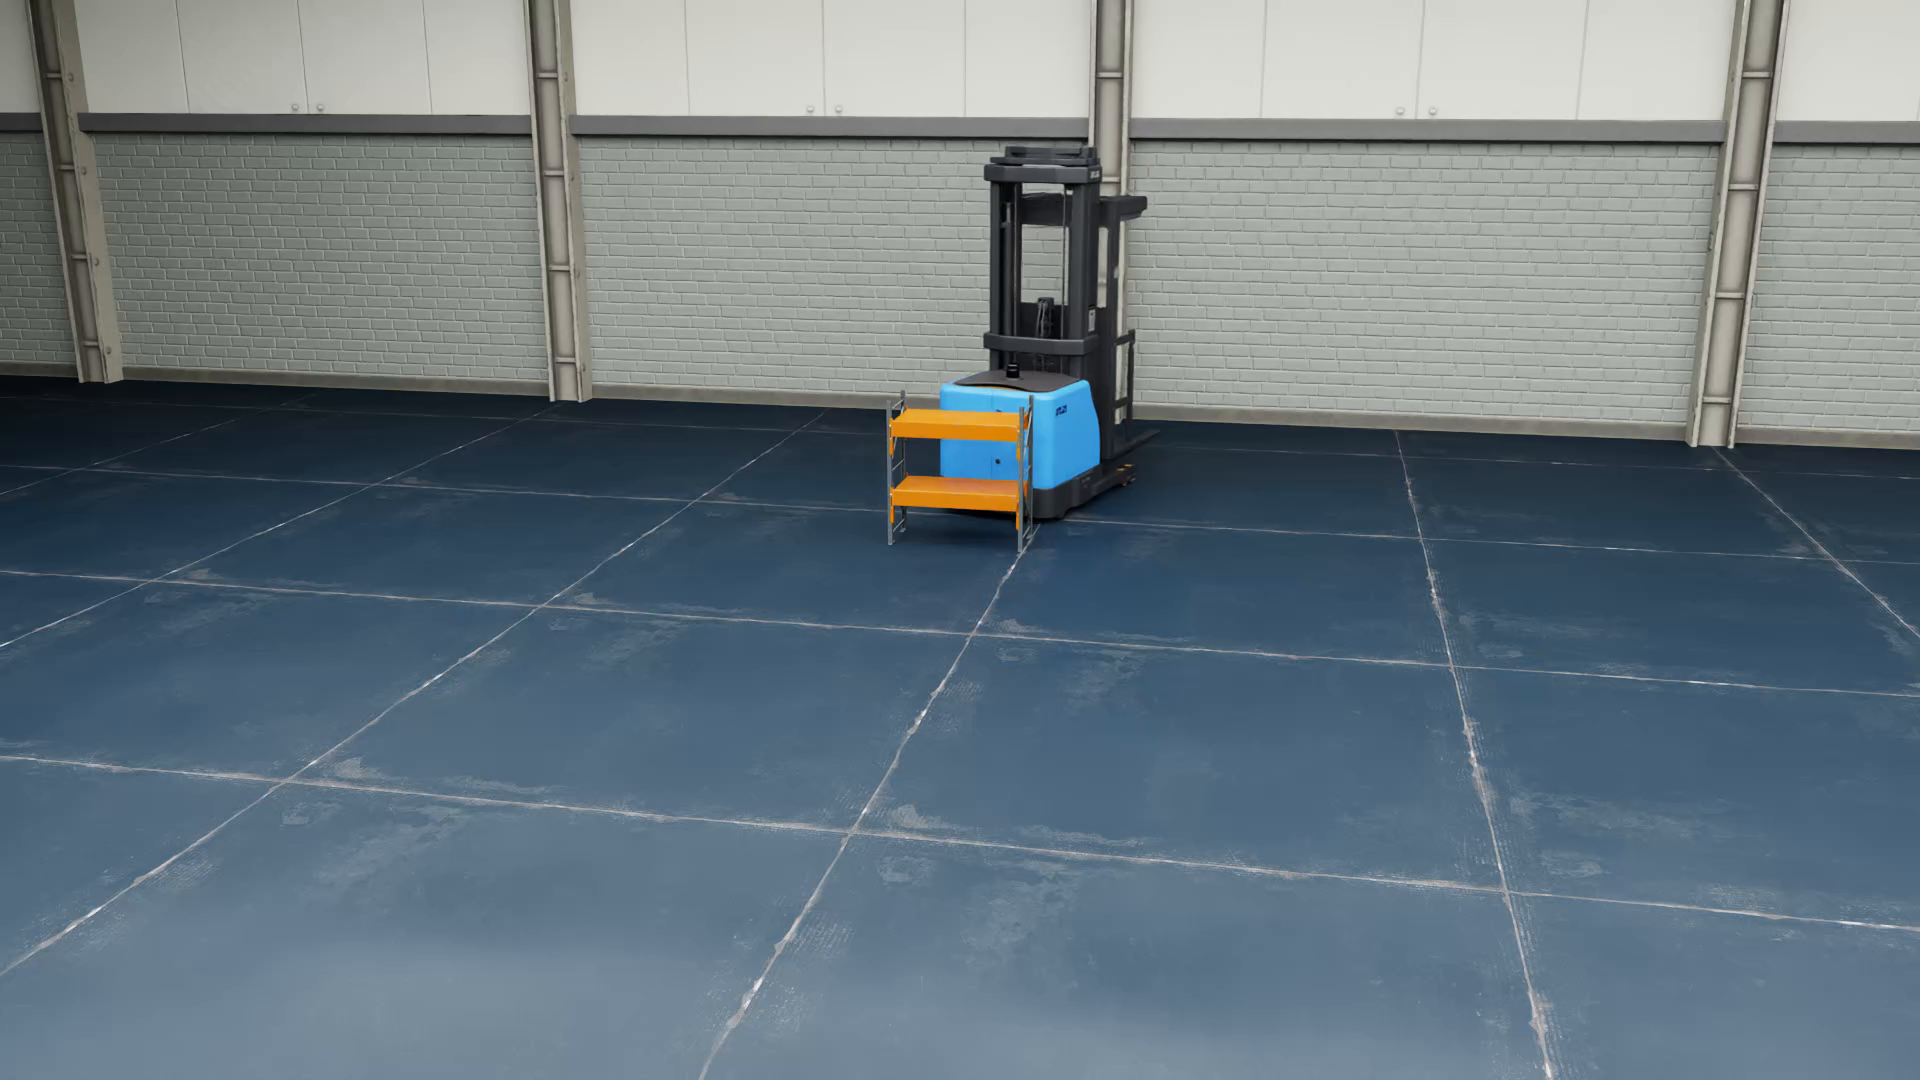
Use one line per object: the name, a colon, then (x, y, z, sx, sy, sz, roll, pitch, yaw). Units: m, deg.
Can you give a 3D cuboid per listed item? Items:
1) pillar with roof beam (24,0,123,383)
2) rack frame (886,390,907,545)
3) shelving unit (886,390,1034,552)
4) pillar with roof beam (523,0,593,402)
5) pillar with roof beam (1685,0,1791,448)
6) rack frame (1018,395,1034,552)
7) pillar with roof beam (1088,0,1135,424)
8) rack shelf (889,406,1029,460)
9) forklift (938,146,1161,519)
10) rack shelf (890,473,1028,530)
pillar with roof beam: (-11.107, -5.115, 14.599, 0.400, 9.000, 9.100, 3, 16, 11)
rack frame: (-0.492, -0.569, 12.938, 0.032, 1.125, 0.500, 3, 16, 11)
shelving unit: (0.007, -0.542, 12.841, 1.048, 1.125, 0.538, 3, 16, 11)
pillar with roof beam: (-5.227, -4.795, 13.447, 0.400, 9.000, 9.100, 3, 16, 11)
pillar with roof beam: (6.532, -4.157, 11.142, 0.400, 9.000, 9.100, 3, 16, 11)
rack frame: (0.505, -0.515, 12.743, 0.032, 1.125, 0.500, 3, 16, 11)
pillar with roof beam: (0.653, -4.476, 12.294, 0.400, 9.000, 9.100, 3, 16, 11)
rack shelf: (0.007, -0.824, 12.762, 1.000, 0.278, 0.538, 3, 16, 11)
forklift: (0.939, -1.931, 14.471, 1.130, 2.935, 3.031, 8, 17, 26)
rack shelf: (0.007, -0.306, 12.906, 1.000, 0.278, 0.538, 3, 16, 11)
